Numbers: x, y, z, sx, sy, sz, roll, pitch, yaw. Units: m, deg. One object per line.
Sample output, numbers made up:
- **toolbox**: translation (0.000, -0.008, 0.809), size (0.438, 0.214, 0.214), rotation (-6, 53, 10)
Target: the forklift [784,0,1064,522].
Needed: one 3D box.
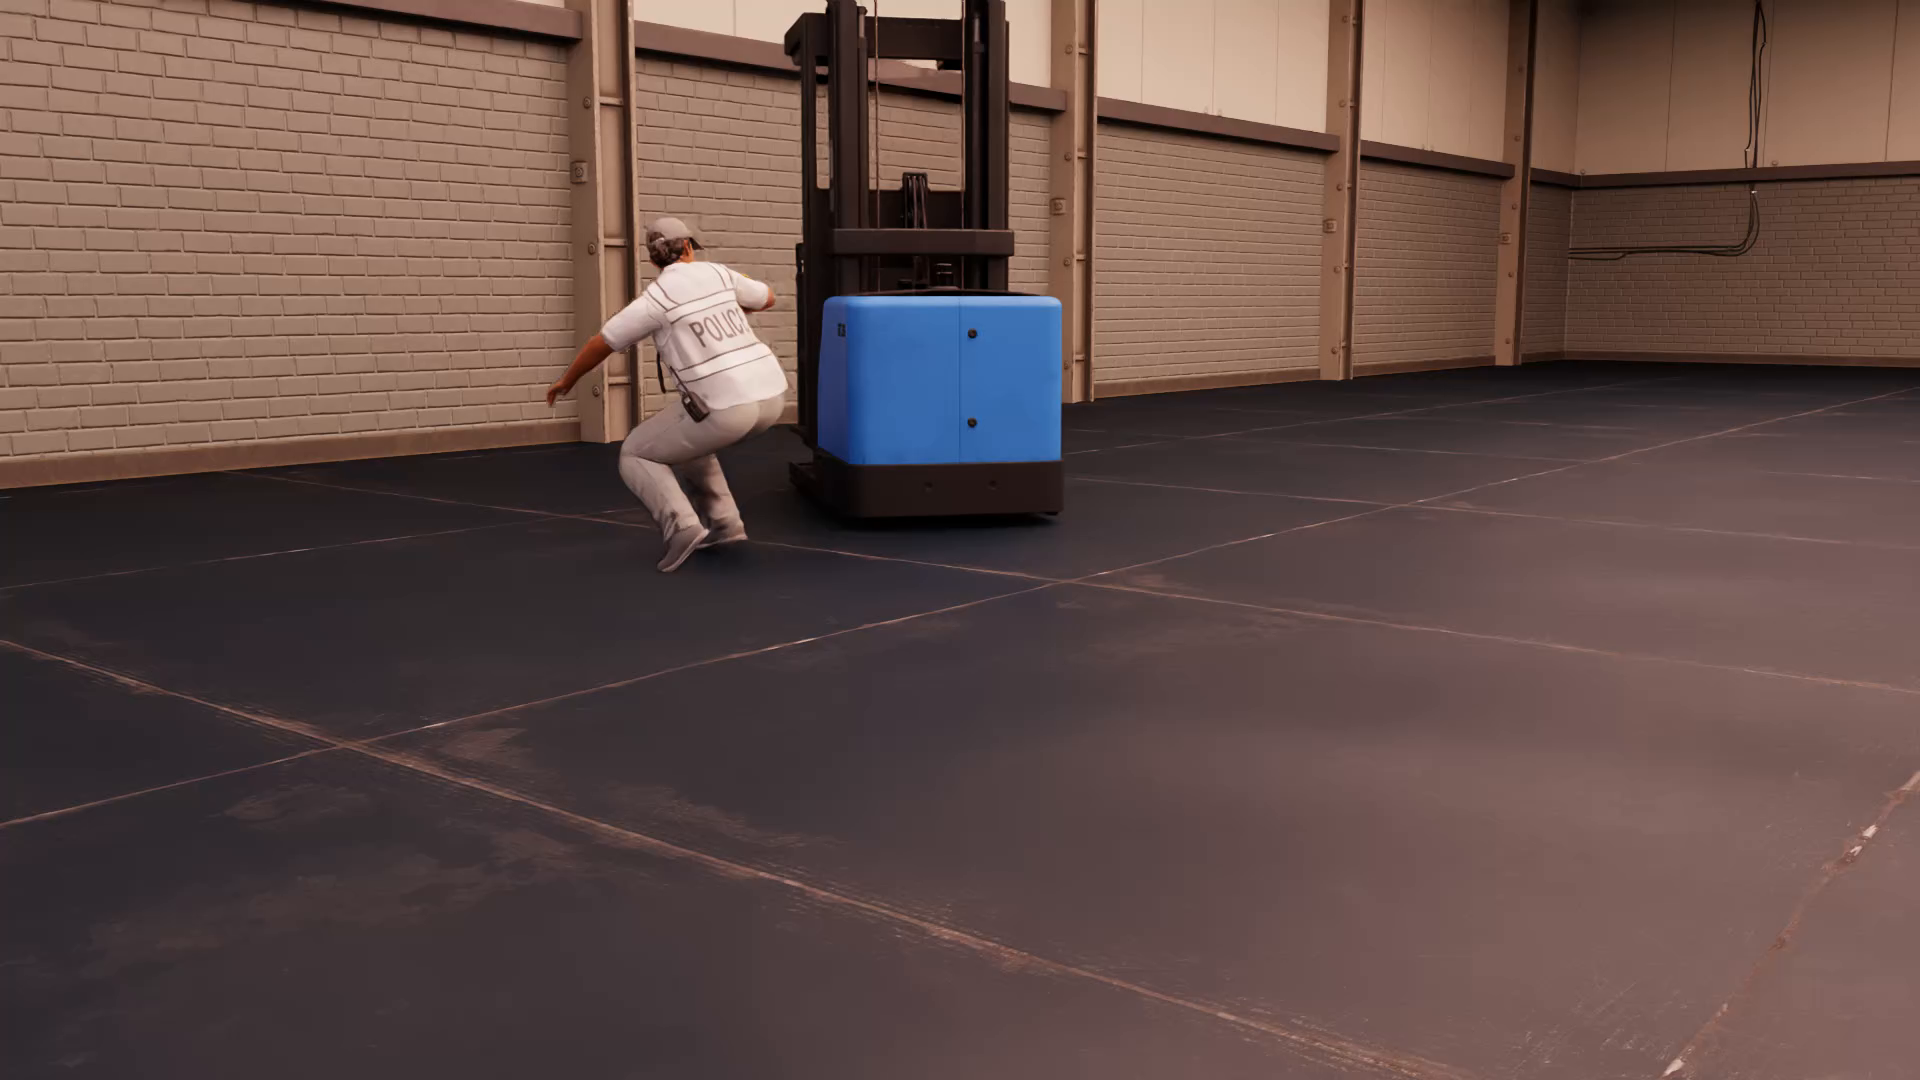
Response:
- **forklift**: translation (-0.338, -1.709, 8.961), size (1.130, 2.935, 3.031), rotation (-2, 9, -13)

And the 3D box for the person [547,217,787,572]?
- **person**: translation (-1.135, -0.595, 6.773), size (0.910, 1.414, 0.739), rotation (5, 10, 33)
